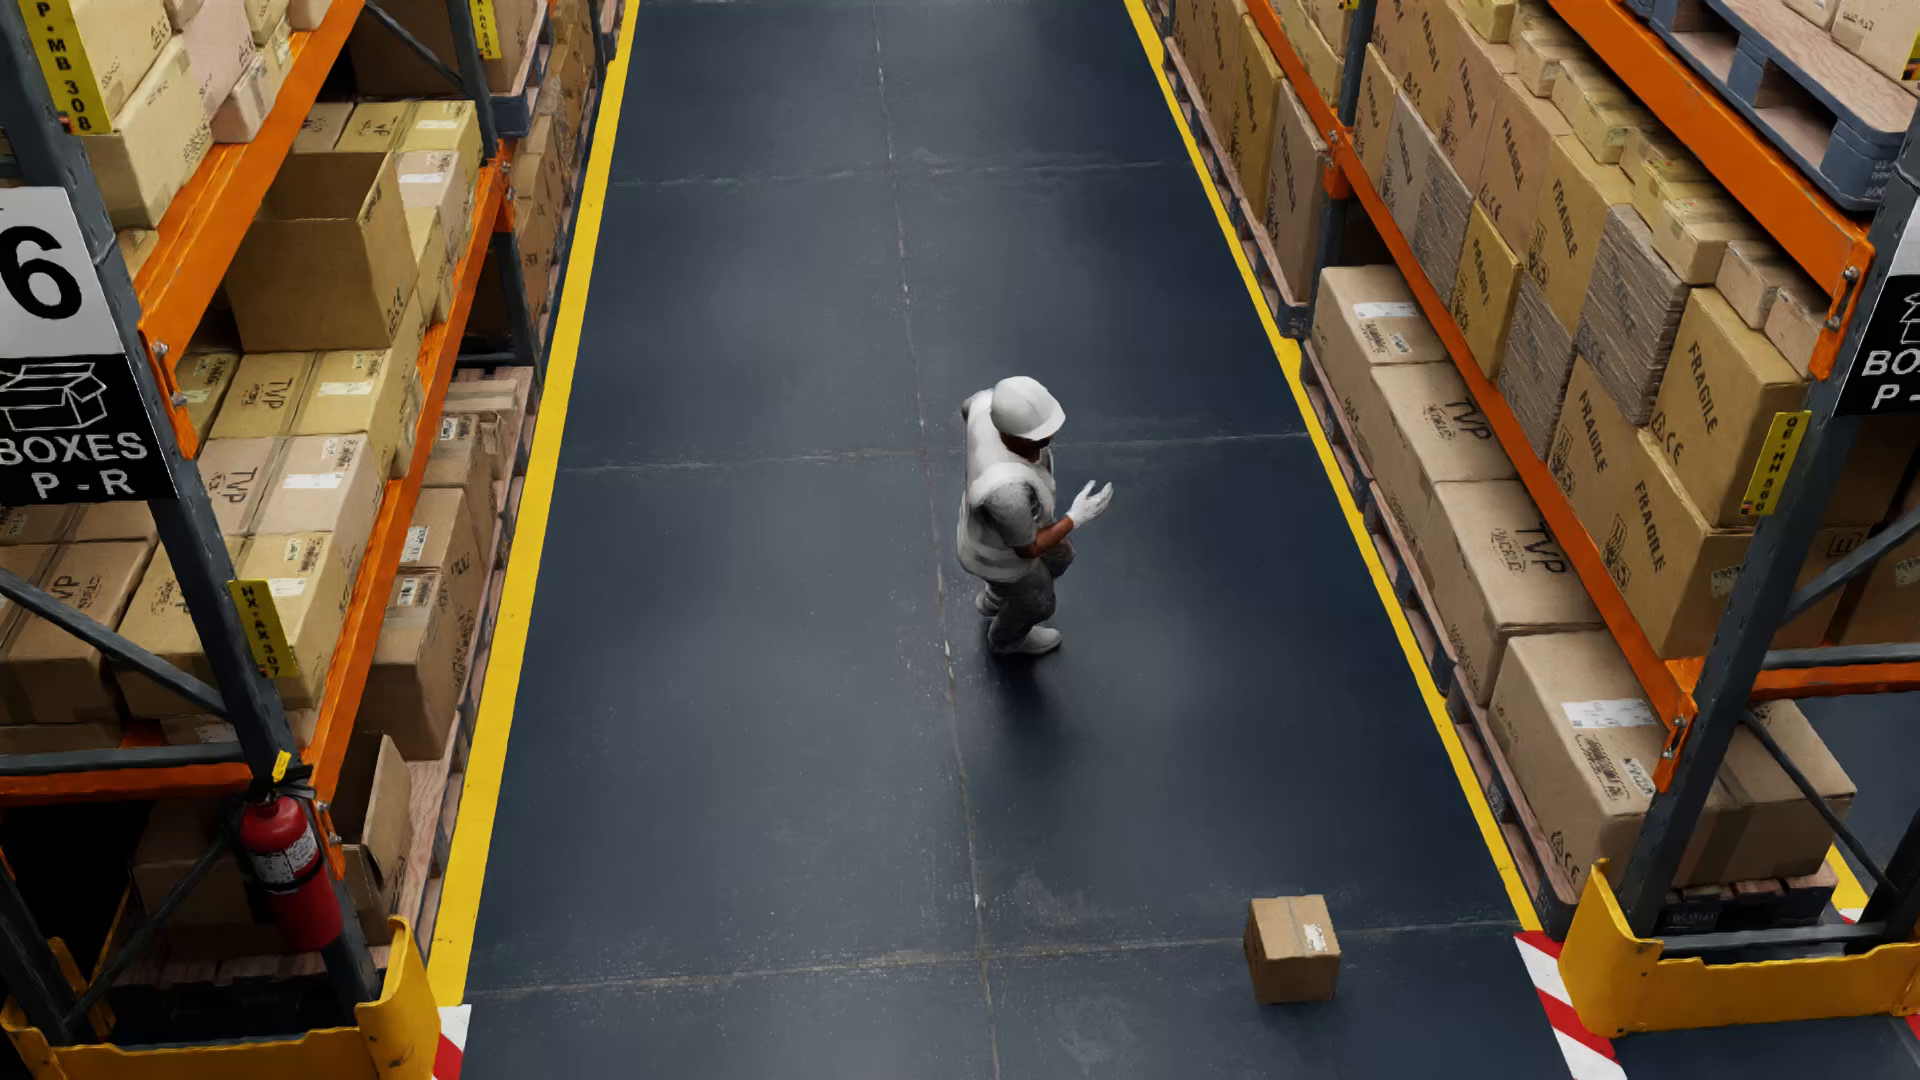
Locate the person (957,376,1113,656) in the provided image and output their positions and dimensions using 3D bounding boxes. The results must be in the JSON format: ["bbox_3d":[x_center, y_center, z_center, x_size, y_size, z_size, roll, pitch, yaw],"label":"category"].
[{"bbox_3d":[0.276,-0.072,6.327,0.573,1.663,0.944,0,39,0],"label":"person"}]
